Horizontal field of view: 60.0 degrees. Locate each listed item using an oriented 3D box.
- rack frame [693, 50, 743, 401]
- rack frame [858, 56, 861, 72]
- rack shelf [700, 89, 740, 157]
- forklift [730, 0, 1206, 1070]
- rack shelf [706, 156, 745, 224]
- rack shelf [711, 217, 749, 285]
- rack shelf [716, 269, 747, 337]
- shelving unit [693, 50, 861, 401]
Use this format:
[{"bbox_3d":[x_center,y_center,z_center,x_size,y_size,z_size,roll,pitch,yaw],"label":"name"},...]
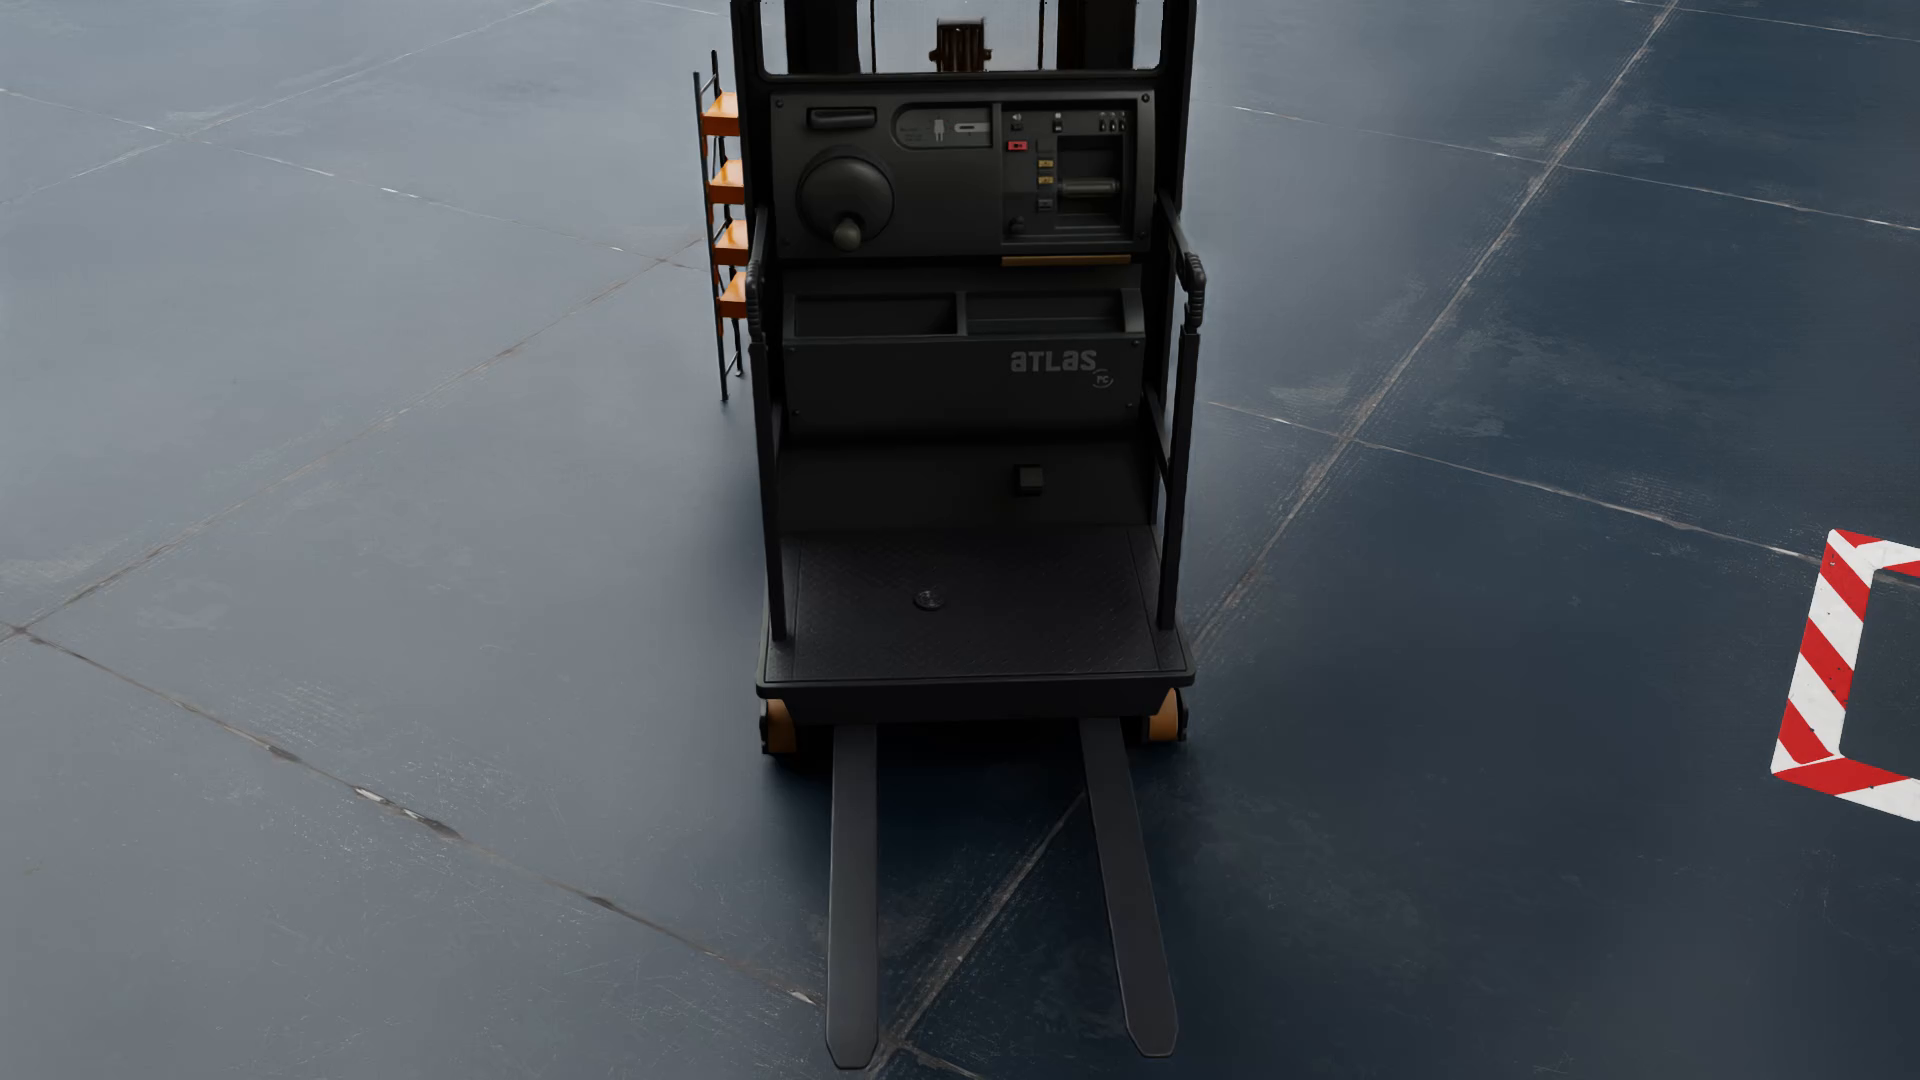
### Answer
[{"bbox_3d":[-0.834,-1.068,5.771,0.015,1.200,0.240,5,34,7],"label":"rack frame"},{"bbox_3d":[-0.351,-1.030,5.714,0.015,1.200,0.240,5,34,7],"label":"rack frame"},{"bbox_3d":[-0.592,-1.376,5.525,0.480,0.148,0.258,5,34,7],"label":"rack shelf"},{"bbox_3d":[0.021,-0.838,3.865,1.130,2.935,3.031,-1,34,-2],"label":"forklift"},{"bbox_3d":[-0.592,-1.179,5.656,0.480,0.148,0.258,5,34,7],"label":"rack shelf"},{"bbox_3d":[-0.592,-0.993,5.780,0.480,0.148,0.258,5,34,7],"label":"rack shelf"},{"bbox_3d":[-0.592,-0.828,5.890,0.480,0.148,0.258,5,34,7],"label":"rack shelf"},{"bbox_3d":[-0.592,-1.049,5.743,0.503,1.200,0.258,5,34,7],"label":"shelving unit"}]
